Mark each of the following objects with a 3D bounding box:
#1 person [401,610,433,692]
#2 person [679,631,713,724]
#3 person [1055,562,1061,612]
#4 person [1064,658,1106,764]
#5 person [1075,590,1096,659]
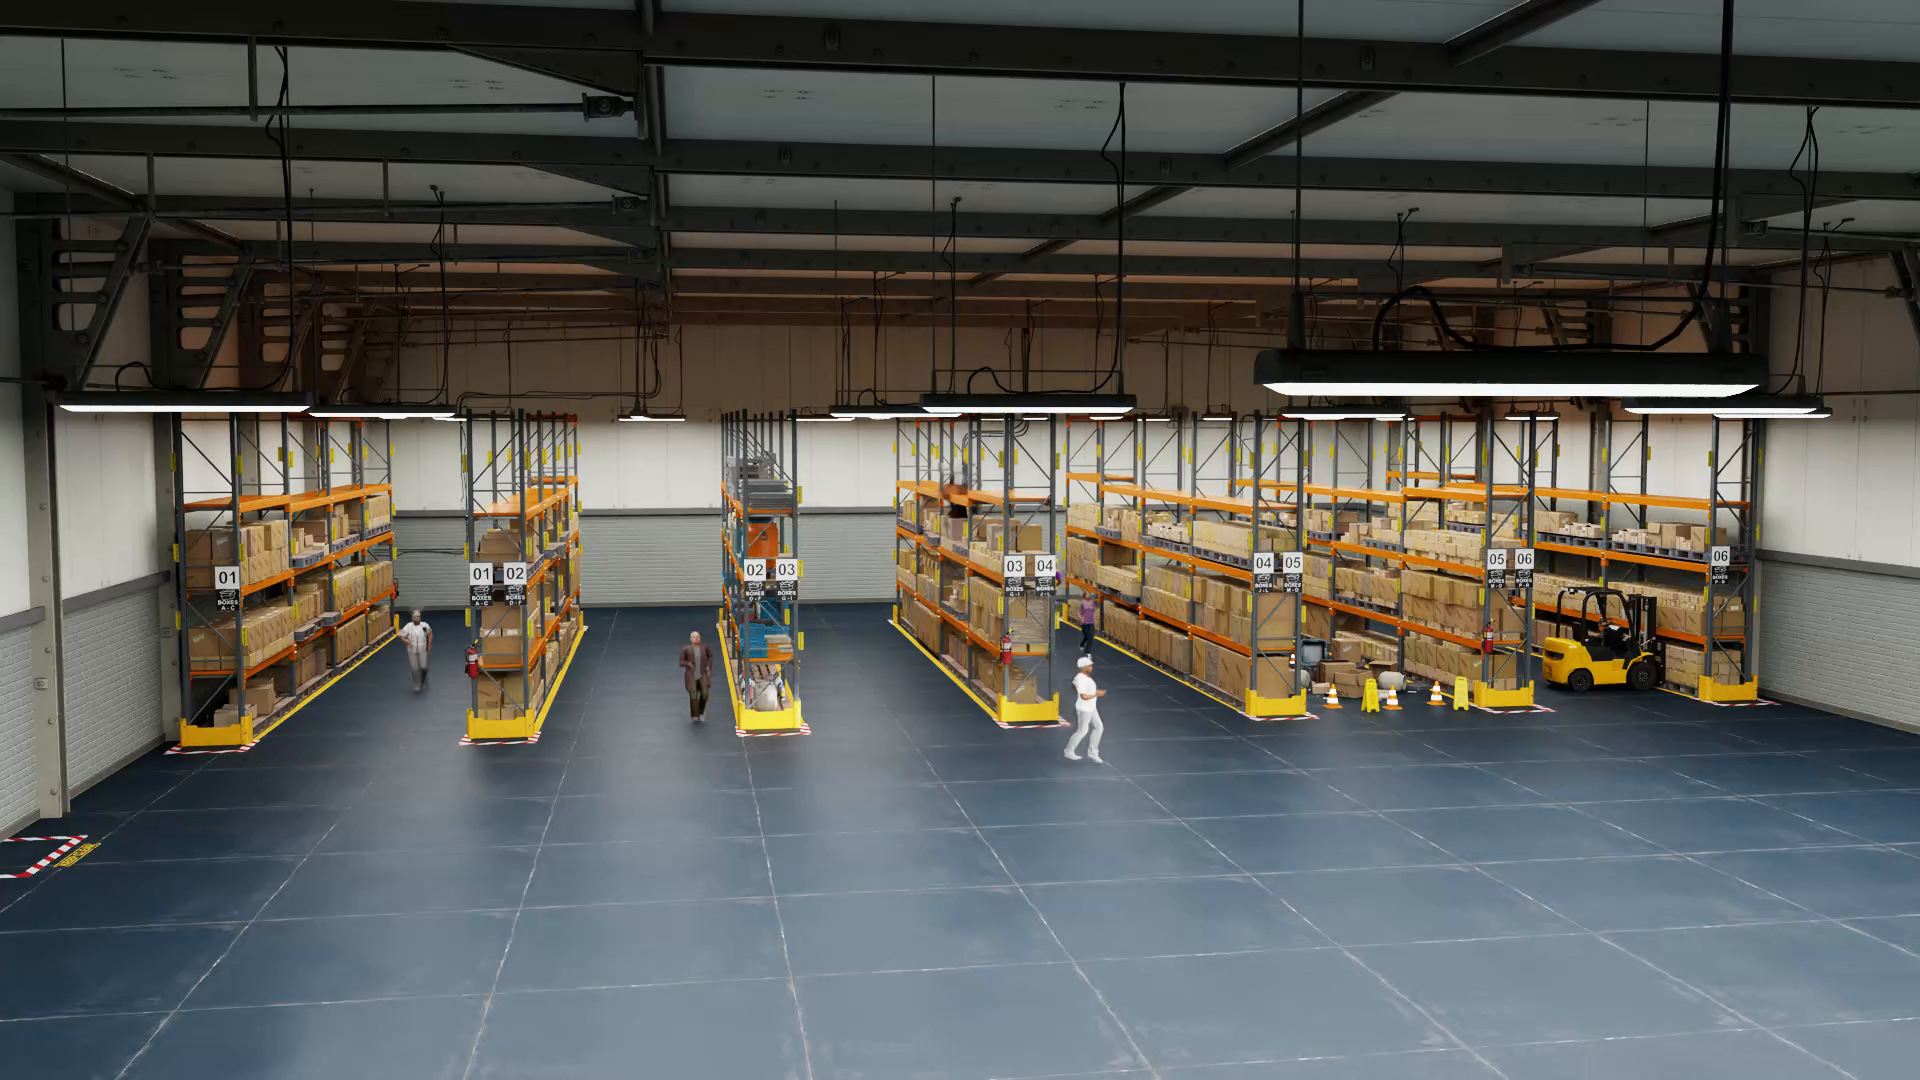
[{"bbox_3d":[-11.591,2.379,35.506,0.654,1.776,0.671,-1,4,-19],"label":"person"},{"bbox_3d":[-5.005,2.739,31.715,0.692,1.564,0.686,-1,4,-17],"label":"person"},{"bbox_3d":[2.735,1.445,49.370,0.581,1.715,0.749,-2,5,-28],"label":"person"},{"bbox_3d":[2.123,2.886,28.014,0.730,1.823,0.674,1,4,16],"label":"person"},{"bbox_3d":[2.961,1.953,38.726,0.536,1.574,0.562,-1,4,-19],"label":"person"}]
